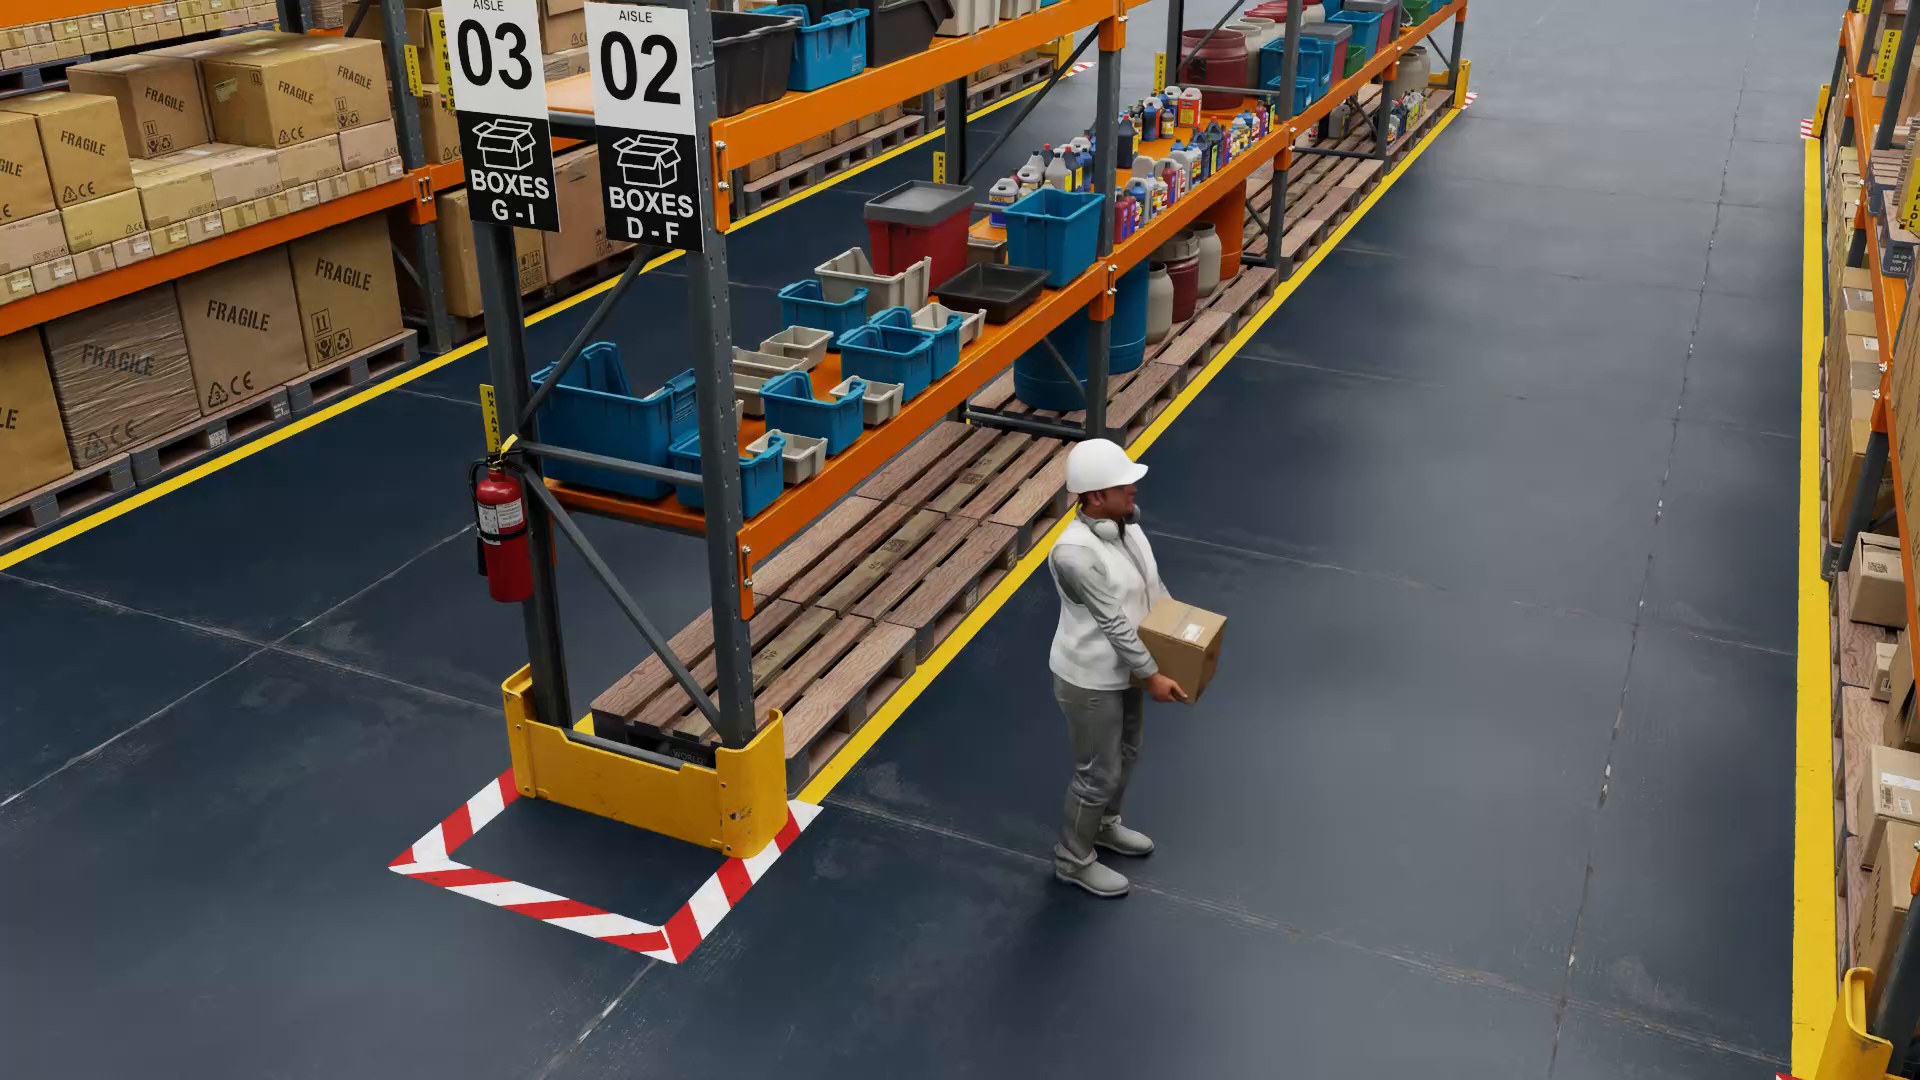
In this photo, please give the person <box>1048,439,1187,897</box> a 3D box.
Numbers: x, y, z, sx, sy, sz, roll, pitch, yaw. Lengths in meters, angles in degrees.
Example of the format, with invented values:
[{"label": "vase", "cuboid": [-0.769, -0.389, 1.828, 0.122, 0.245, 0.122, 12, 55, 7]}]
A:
[{"label": "person", "cuboid": [0.621, 0.477, 6.117, 0.548, 1.764, 0.494, 12, 28, 23]}]
